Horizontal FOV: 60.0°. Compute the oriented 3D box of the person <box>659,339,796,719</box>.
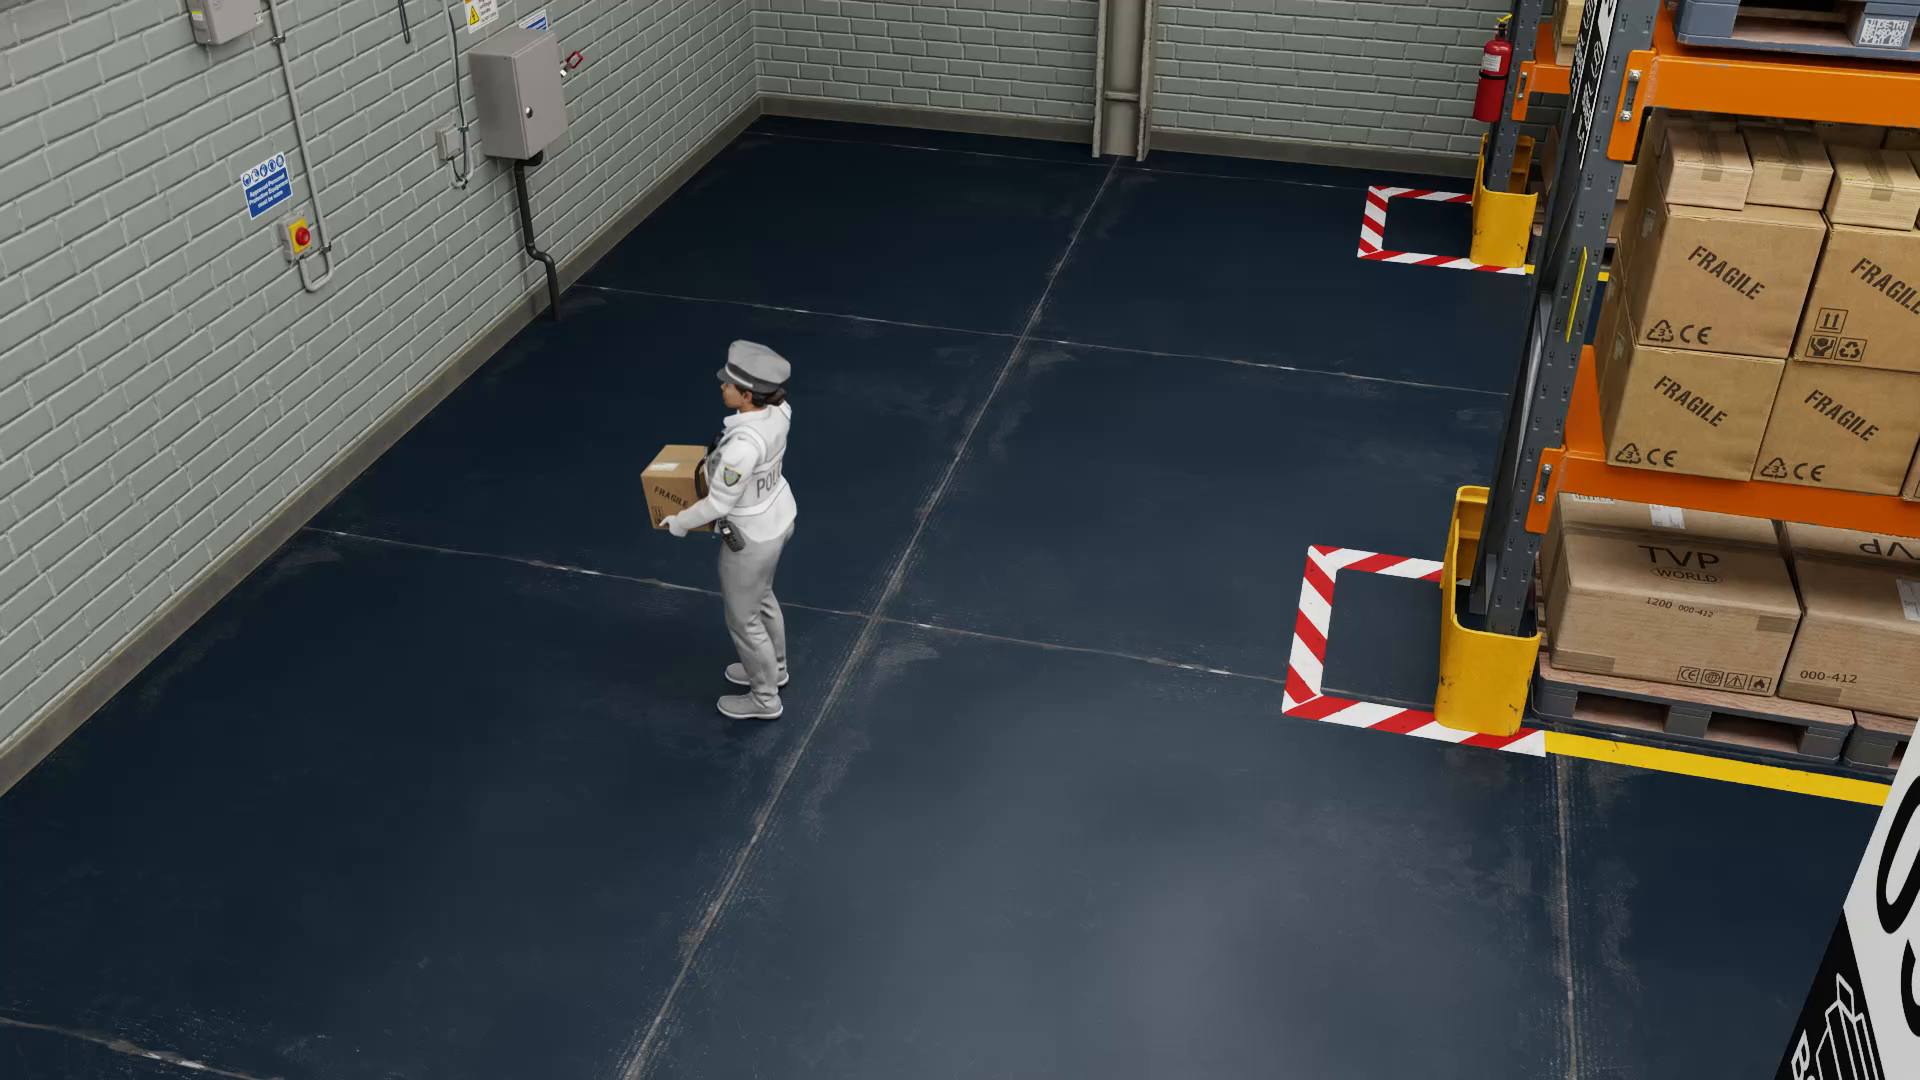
[{"bbox_3d":[-0.898,-0.044,6.687,0.540,1.689,0.460,9,34,13],"label":"person"}]
